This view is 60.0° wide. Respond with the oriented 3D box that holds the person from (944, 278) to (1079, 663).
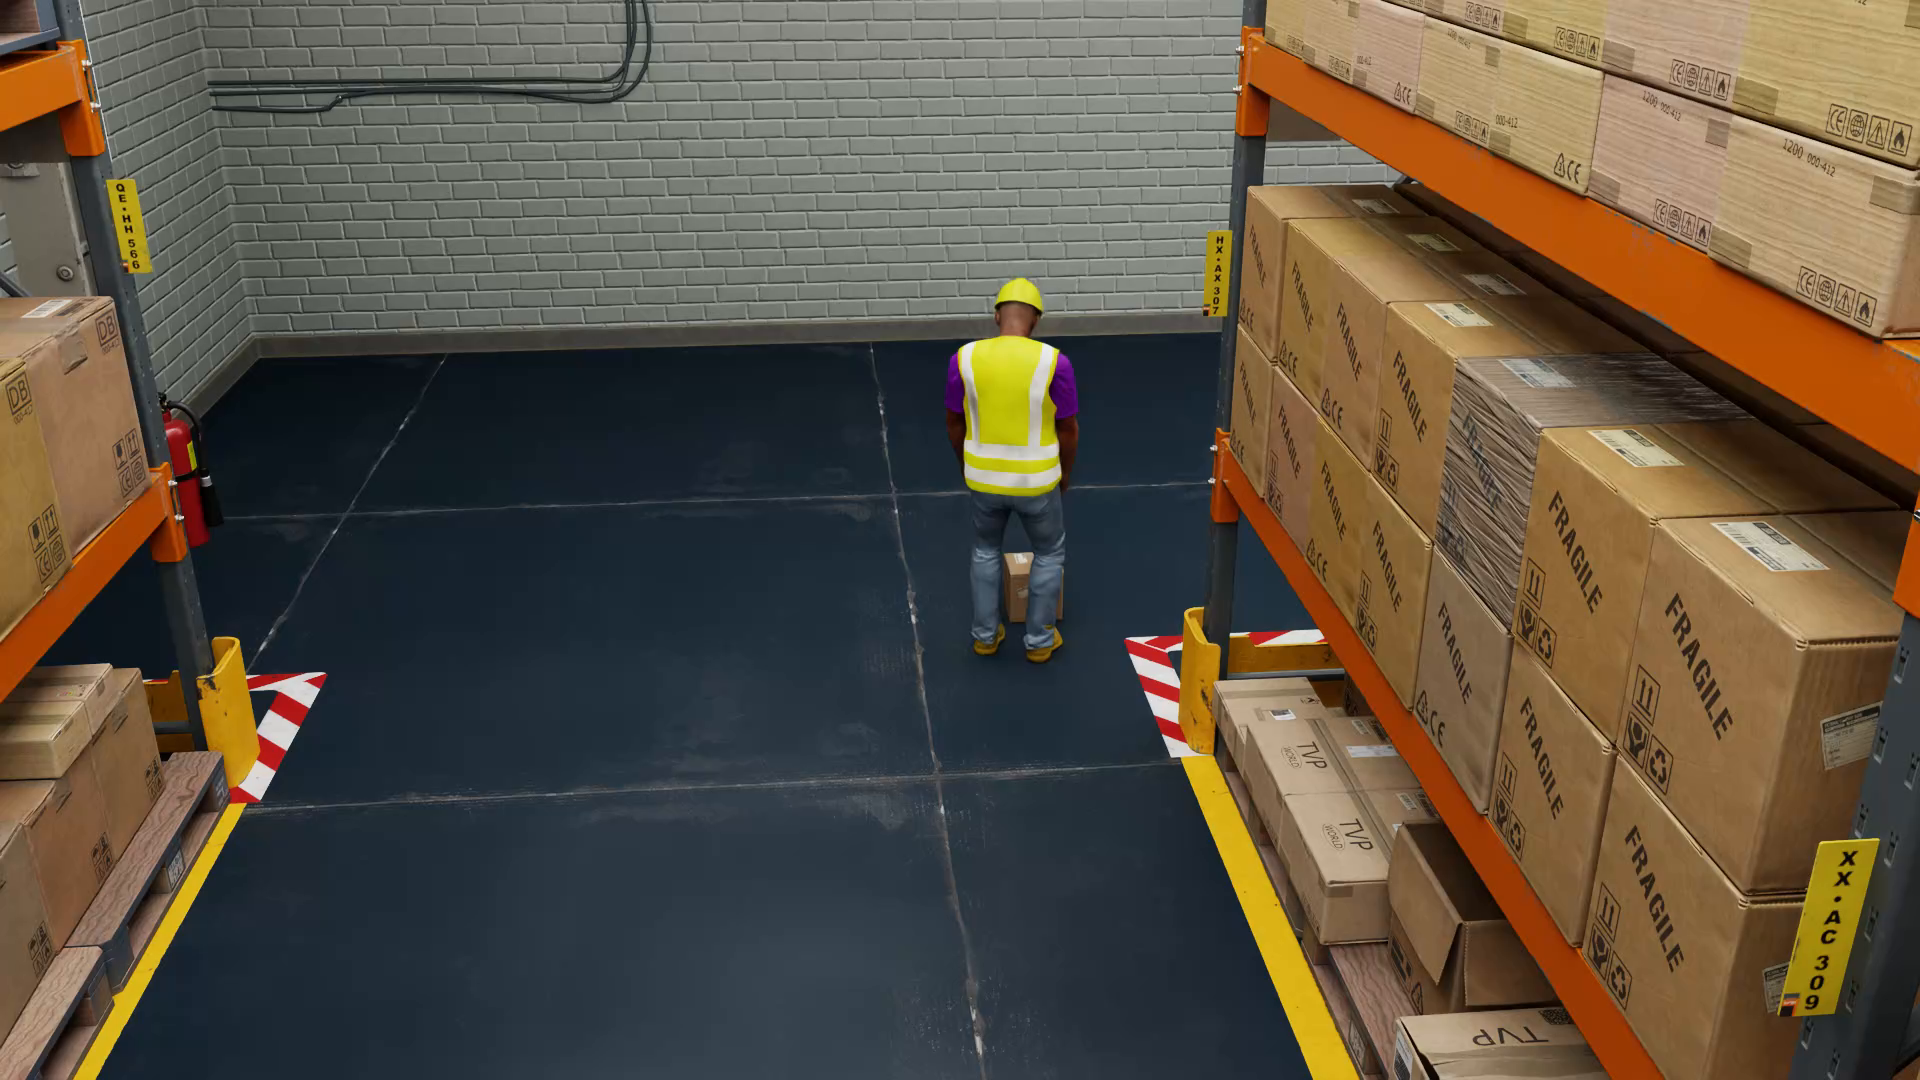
[{"bbox_3d":[0.227,-0.295,7.342,0.599,1.693,0.491,7,24,15],"label":"person"}]
